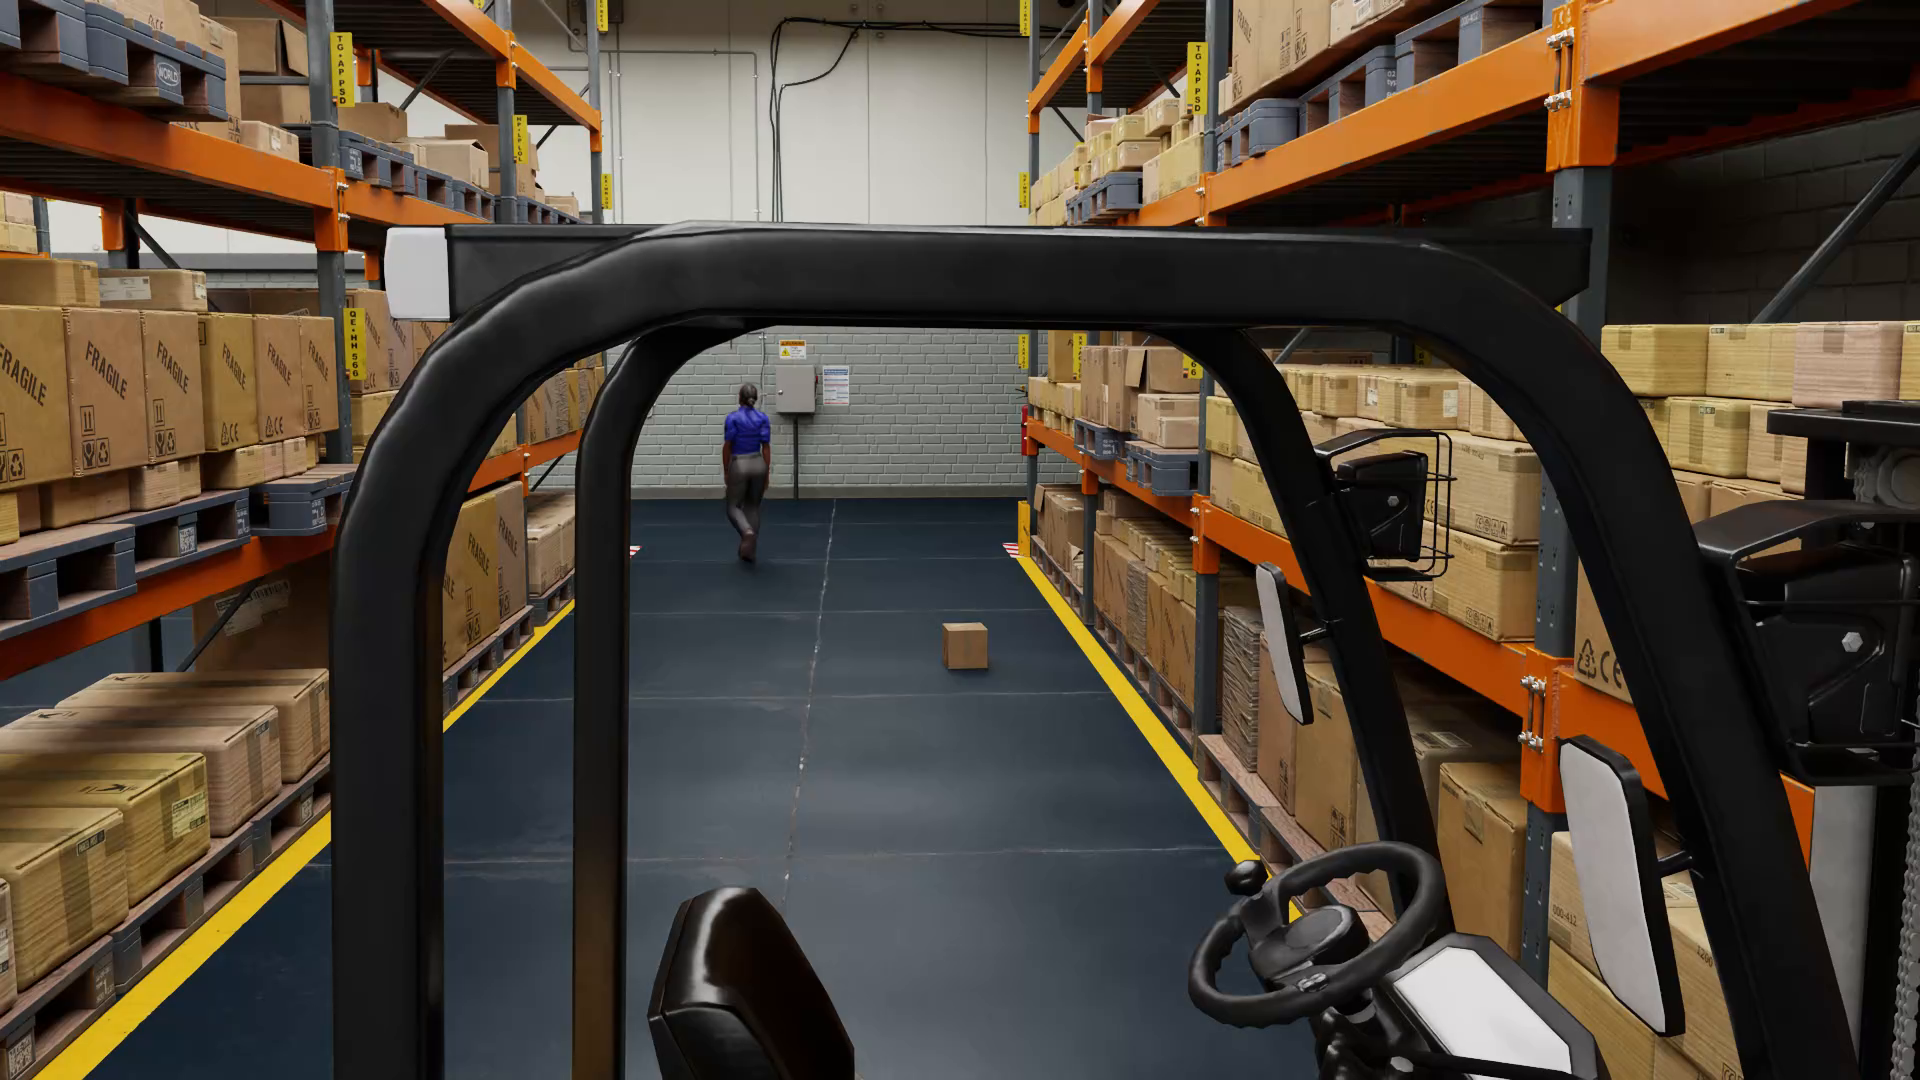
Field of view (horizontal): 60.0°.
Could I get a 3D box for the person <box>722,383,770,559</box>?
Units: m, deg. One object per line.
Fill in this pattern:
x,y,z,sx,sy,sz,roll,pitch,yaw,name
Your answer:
-1.952,-0.620,15.241,0.449,1.625,0.693,-3,8,-24,person
